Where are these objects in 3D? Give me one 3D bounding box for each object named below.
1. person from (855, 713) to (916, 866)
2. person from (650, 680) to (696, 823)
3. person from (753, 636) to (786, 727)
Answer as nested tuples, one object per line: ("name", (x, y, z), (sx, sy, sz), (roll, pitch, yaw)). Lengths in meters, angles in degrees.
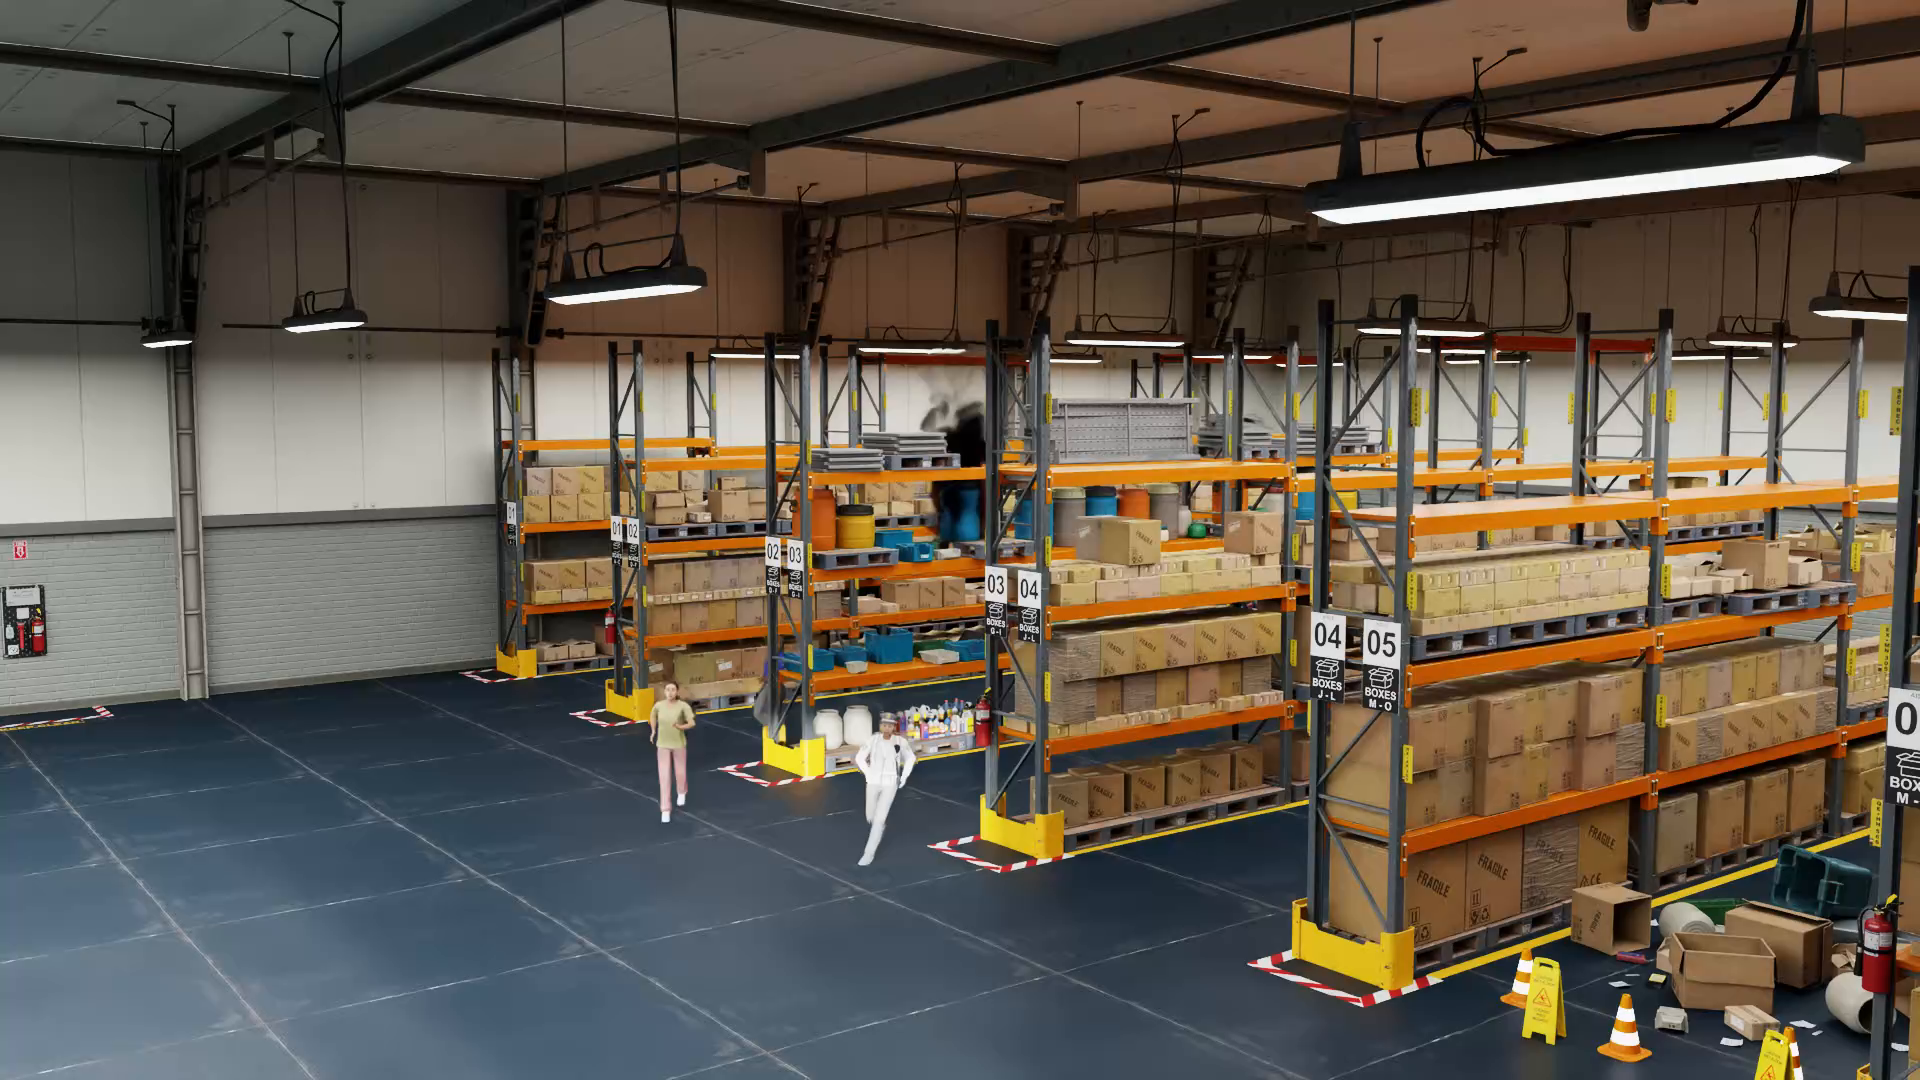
("person", (-0.833, 2.718, 18.516), (0.651, 1.670, 0.816), (1, 5, 8))
("person", (-3.511, 2.527, 20.298), (0.575, 1.653, 0.969), (0, 5, -4))
("person", (-2.764, 2.210, 24.360), (0.553, 1.613, 0.578), (5, 7, 42))
